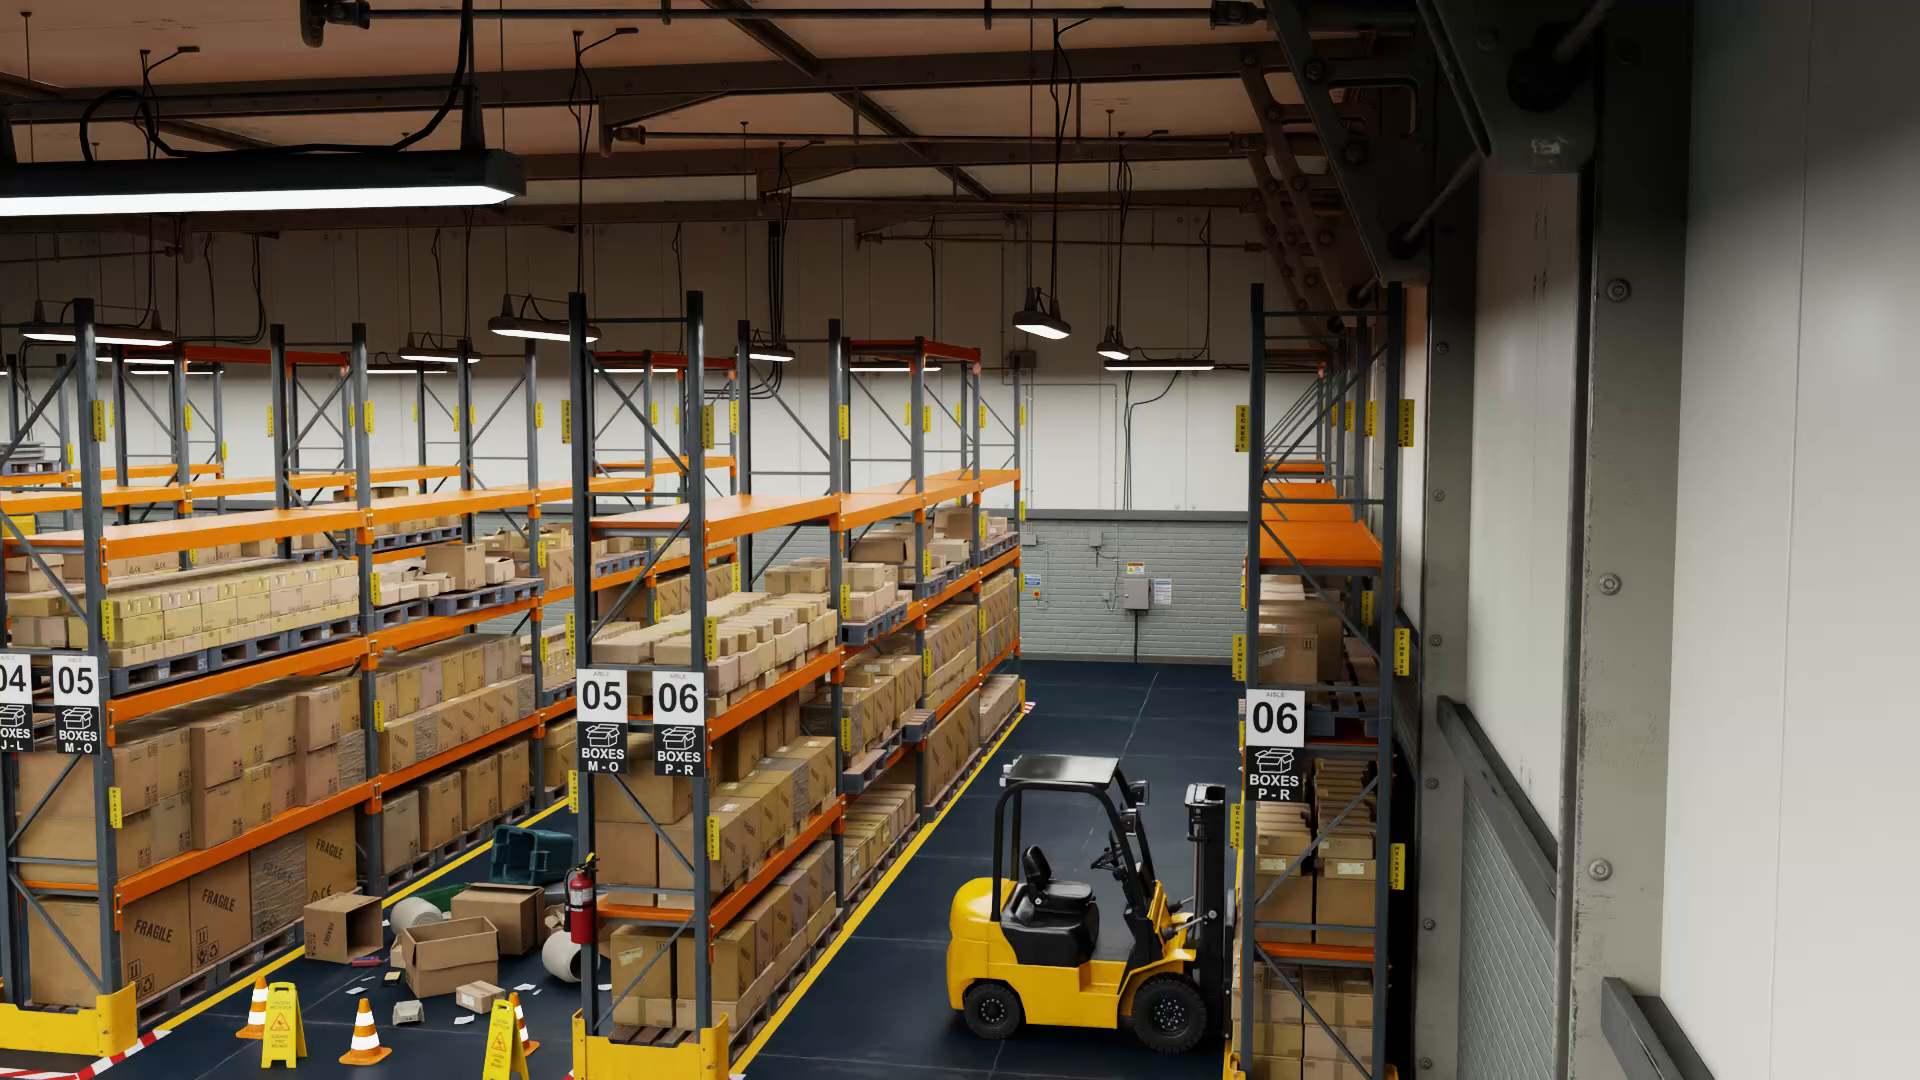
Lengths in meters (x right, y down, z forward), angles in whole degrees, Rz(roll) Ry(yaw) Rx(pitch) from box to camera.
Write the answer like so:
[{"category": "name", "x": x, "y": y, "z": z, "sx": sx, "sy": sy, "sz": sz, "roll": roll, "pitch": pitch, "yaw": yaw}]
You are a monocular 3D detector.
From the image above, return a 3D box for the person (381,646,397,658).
[{"category": "person", "x": -8.428, "y": 2.393, "z": 24.340, "sx": 0.516, "sy": 1.672, "sz": 0.717, "roll": 0, "pitch": 5, "yaw": 1}]
